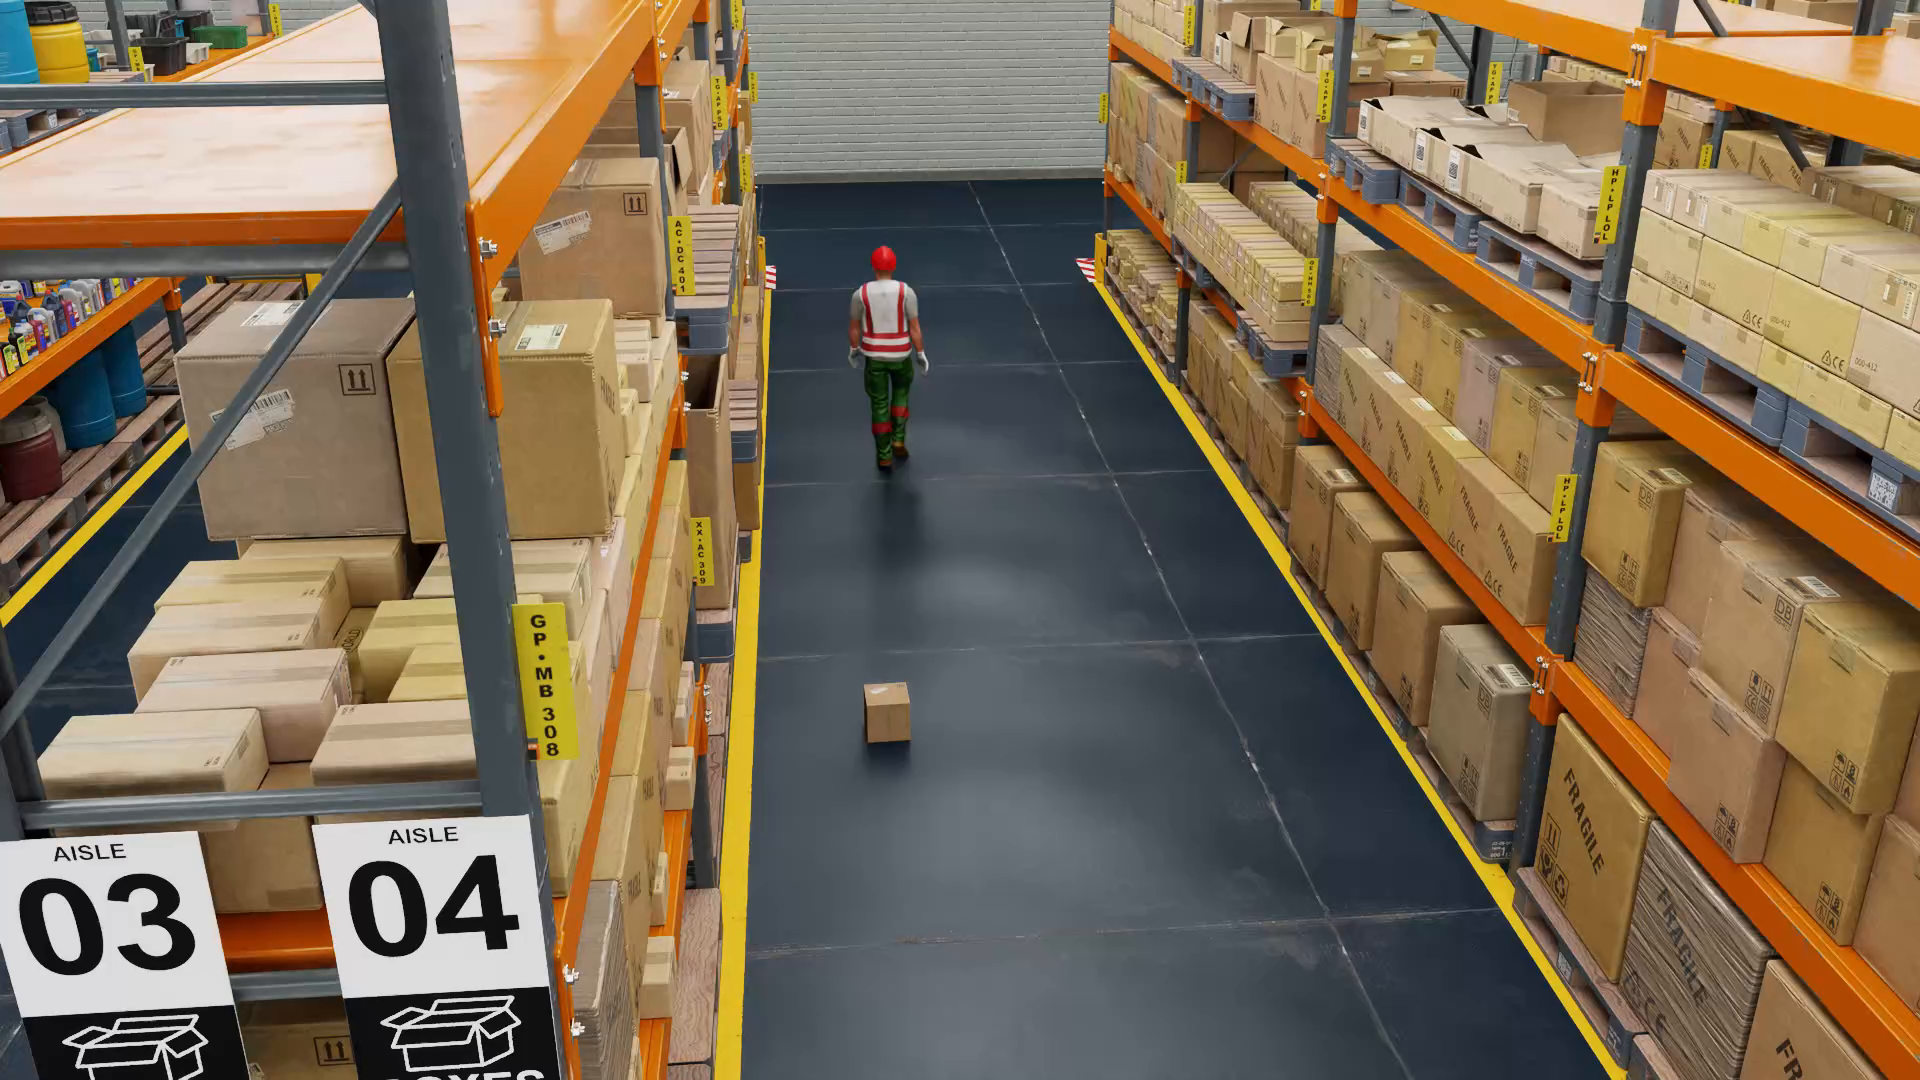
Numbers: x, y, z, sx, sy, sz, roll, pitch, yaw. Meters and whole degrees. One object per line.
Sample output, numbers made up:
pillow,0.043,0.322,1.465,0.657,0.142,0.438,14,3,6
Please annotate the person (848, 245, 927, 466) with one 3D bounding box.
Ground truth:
person,-0.595,-1.503,13.553,0.632,1.841,0.698,-2,24,-5
